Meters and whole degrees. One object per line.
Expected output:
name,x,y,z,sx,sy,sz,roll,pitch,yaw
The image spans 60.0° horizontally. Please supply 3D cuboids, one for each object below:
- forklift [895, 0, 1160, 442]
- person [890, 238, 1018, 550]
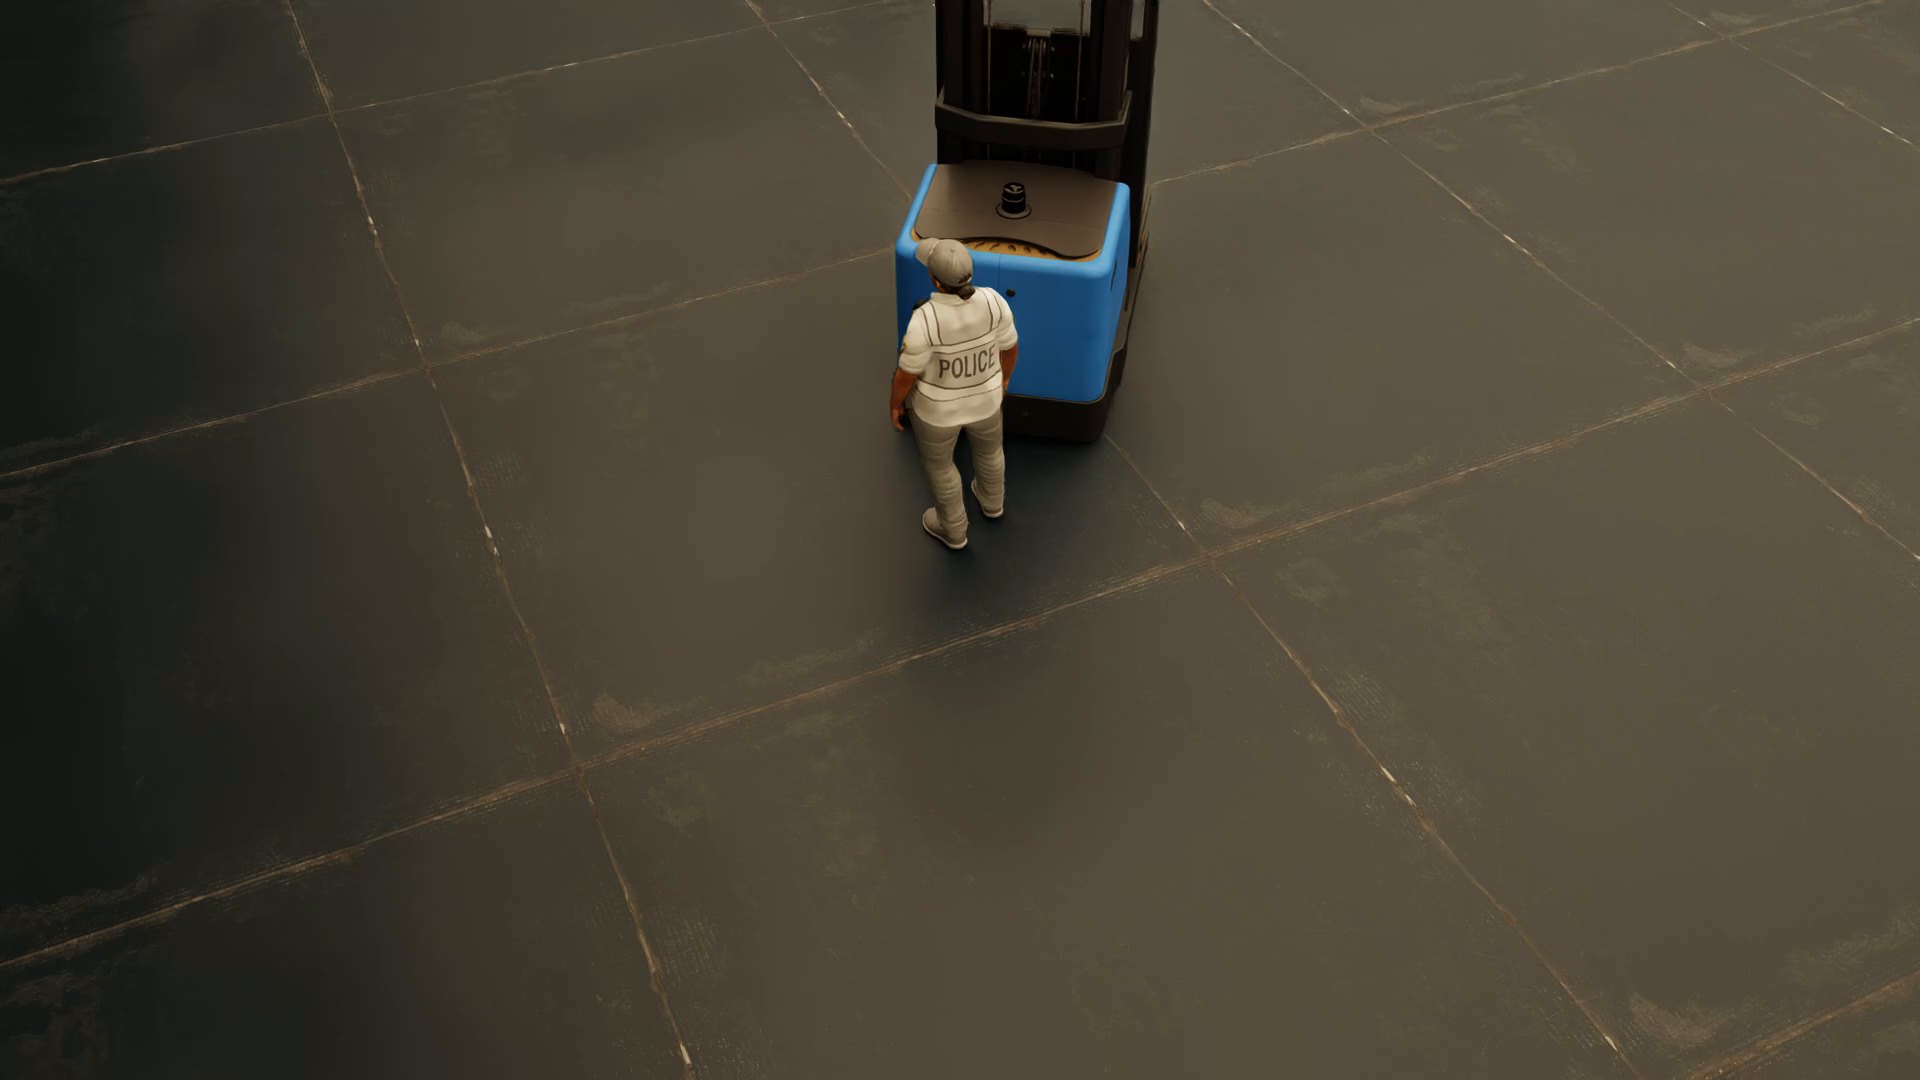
forklift,0.470,-2.576,8.440,1.130,2.935,3.031,8,44,8
person,-0.038,-0.666,7.325,0.621,1.669,0.525,-16,45,-17
